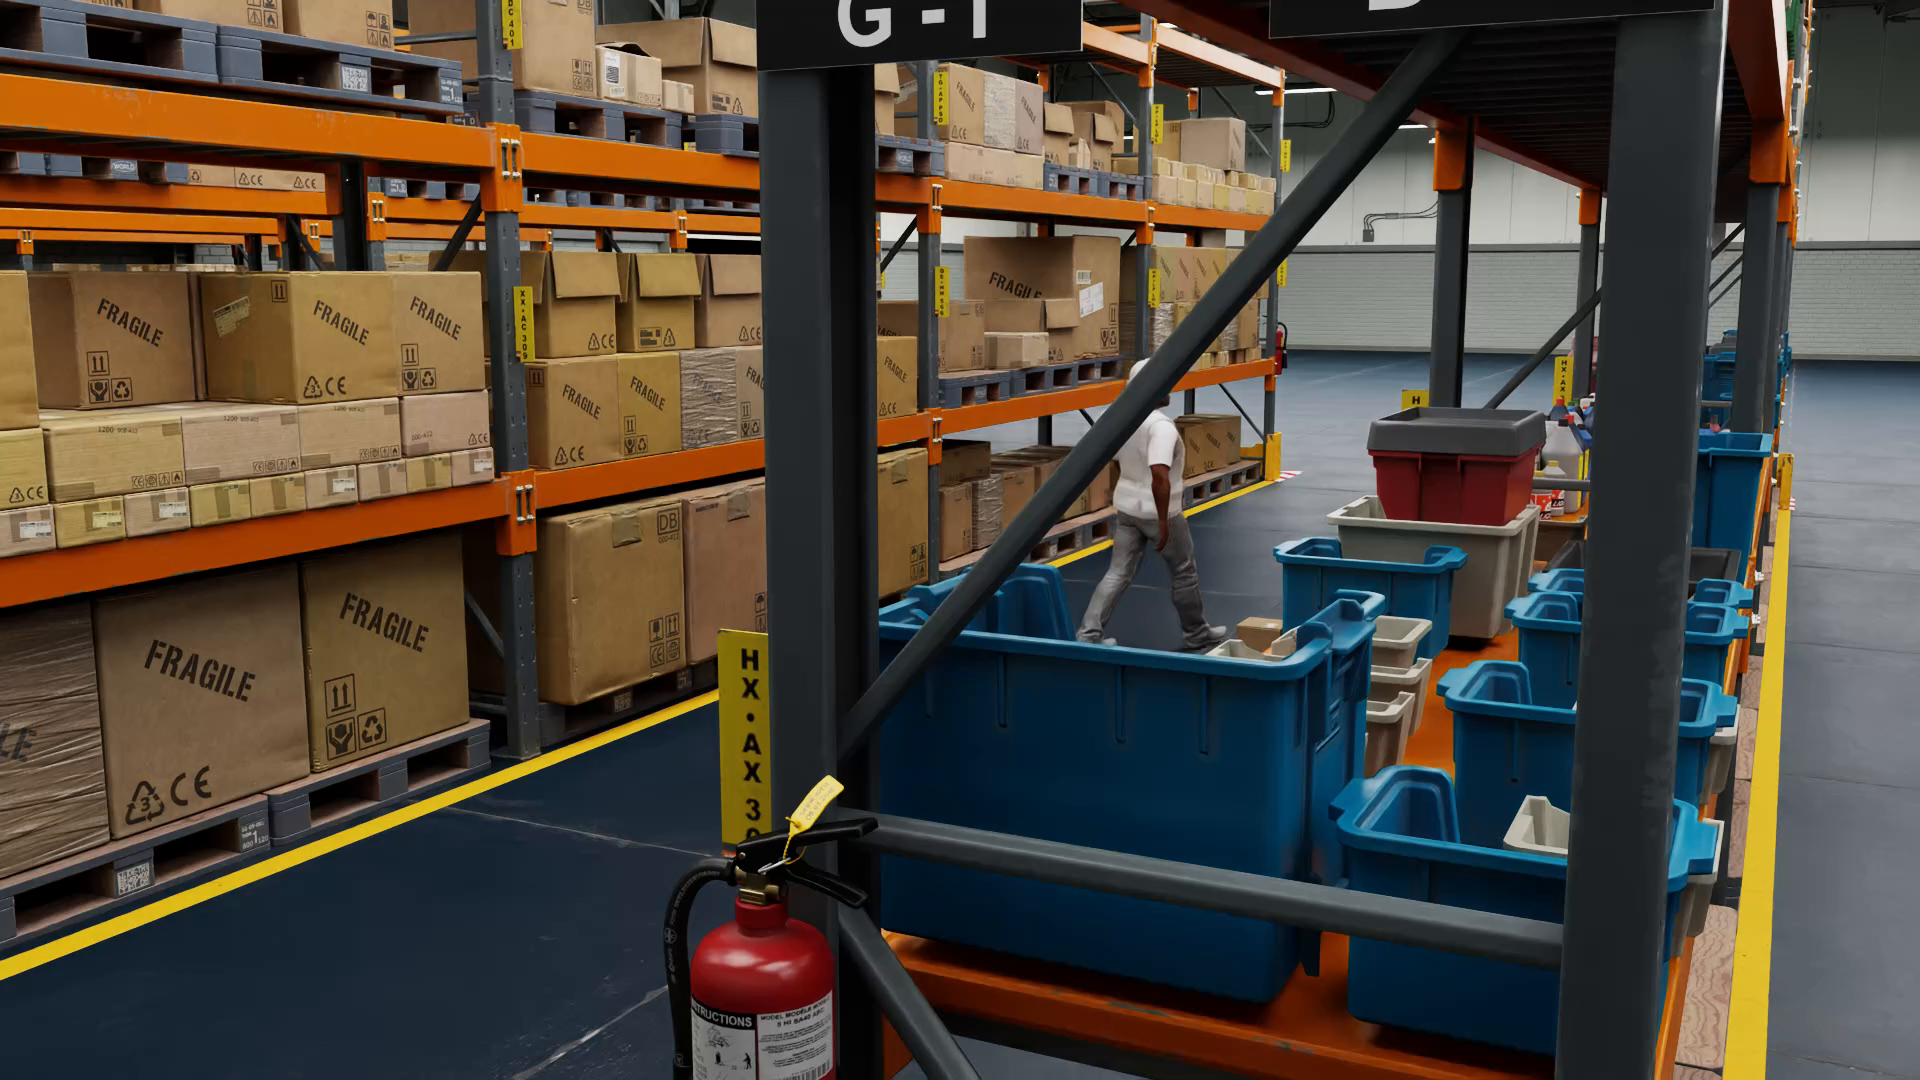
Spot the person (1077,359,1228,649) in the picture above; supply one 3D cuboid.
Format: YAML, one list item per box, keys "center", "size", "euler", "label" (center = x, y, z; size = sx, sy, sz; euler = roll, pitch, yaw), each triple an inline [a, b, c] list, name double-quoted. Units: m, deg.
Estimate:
- center: [1.154, -0.186, 9.578]
  size: [1.060, 1.711, 0.624]
  euler: [-7, 11, -37]
  label: "person"
